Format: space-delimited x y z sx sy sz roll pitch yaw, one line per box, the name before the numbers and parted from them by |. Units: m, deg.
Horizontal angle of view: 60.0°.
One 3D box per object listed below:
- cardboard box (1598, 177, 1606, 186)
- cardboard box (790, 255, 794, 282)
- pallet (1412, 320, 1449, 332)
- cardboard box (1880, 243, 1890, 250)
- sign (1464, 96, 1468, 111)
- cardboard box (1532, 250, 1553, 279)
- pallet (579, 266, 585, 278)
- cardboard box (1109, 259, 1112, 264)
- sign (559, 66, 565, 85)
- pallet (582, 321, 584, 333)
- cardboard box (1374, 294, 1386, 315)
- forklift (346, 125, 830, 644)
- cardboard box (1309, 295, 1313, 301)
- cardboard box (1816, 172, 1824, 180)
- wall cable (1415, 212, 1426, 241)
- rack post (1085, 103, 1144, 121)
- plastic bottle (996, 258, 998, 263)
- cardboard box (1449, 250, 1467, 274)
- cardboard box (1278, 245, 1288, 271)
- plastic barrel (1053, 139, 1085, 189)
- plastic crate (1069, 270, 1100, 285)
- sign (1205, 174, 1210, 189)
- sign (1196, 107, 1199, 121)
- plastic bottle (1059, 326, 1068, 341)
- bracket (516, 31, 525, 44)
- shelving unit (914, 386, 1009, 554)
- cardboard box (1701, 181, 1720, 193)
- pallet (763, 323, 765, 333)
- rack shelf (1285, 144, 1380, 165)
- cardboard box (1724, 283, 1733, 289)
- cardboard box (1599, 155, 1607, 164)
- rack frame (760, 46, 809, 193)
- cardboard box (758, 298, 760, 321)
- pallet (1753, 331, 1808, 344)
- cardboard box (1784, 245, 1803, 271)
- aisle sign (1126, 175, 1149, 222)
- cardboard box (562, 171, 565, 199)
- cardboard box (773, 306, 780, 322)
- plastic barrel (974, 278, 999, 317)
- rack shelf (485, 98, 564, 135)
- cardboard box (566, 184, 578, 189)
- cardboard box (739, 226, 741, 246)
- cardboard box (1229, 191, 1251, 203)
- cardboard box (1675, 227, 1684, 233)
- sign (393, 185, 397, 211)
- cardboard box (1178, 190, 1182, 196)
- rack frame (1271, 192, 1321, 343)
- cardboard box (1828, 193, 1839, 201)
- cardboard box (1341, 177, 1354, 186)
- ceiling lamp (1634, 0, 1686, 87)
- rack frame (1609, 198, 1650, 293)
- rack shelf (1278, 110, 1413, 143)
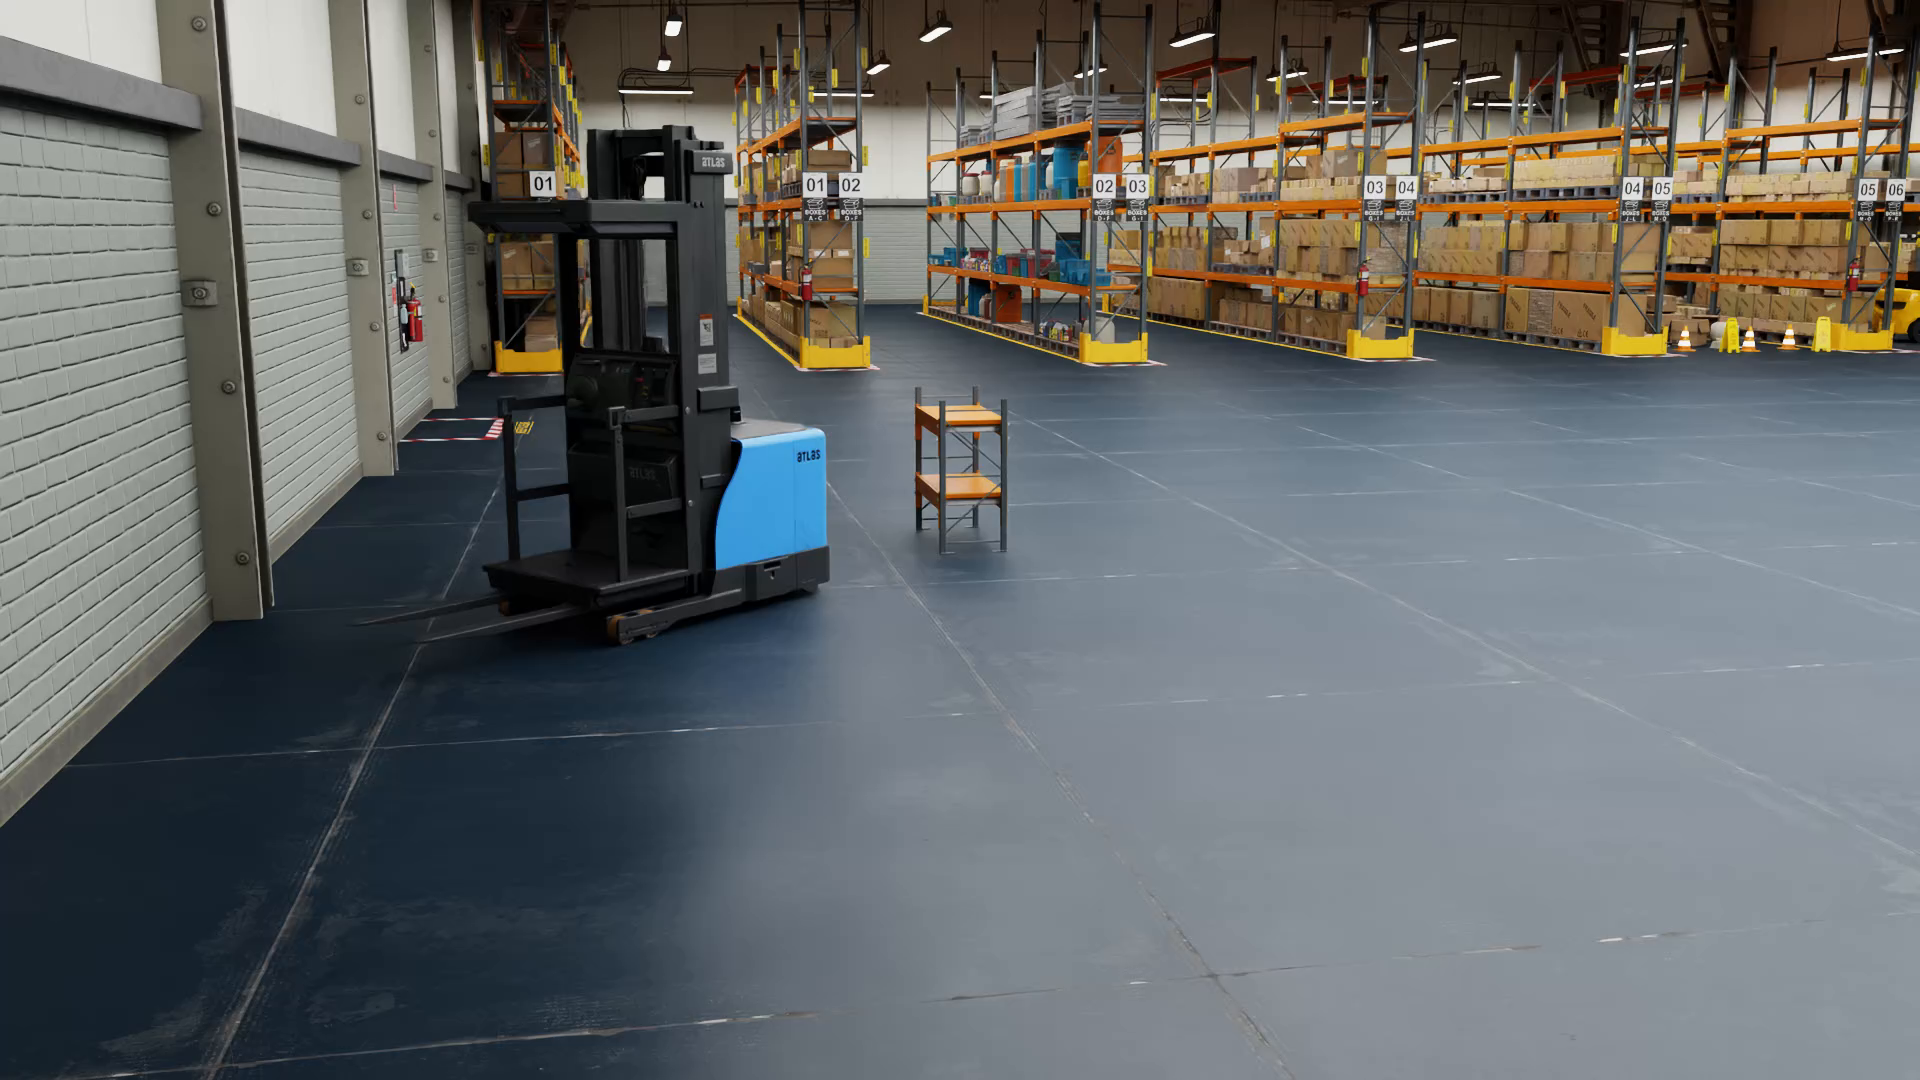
cardboard box | 12.040 -6.629 30.762 0.380 0.149 0.250 -2 11 -11
cardboard box | -2.803 -5.109 31.248 0.700 0.500 0.500 -2 11 -12
pallet | 11.009 -4.879 37.764 1.003 0.211 1.213 -2 11 -11
cardboard box | 20.882 -6.601 37.354 0.380 0.149 0.250 -2 11 -13
sign | 11.473 -9.900 37.724 0.100 0.325 0.005 -2 11 -11
cardboard box | 11.910 -5.465 32.987 0.875 0.550 0.550 -2 11 -11
pallet | -8.289 -5.473 33.940 1.213 0.211 1.003 -2 11 -11
cardboard box | 4.234 -7.501 44.754 0.380 0.149 0.250 -2 11 -10
sign | -7.218 -8.421 30.164 0.100 0.325 0.005 -2 11 -11
pallet | -8.845 -4.694 36.796 1.003 0.211 1.213 -2 11 -11
cardboard box | 10.329 -5.677 40.064 0.500 0.500 0.500 -3 11 -14
forklift | -2.160 -0.946 9.826 1.130 2.935 3.031 8 14 37
cardboard box | 9.537 -6.471 44.379 0.380 0.149 0.250 -2 11 -8
cardboard box | 16.887 -7.064 32.302 0.380 0.149 0.250 -2 11 -11
wall cable | 14.479 -9.648 52.646 0.588 1.984 0.122 -2 11 -11
rack post | 2.720 -7.431 29.011 0.937 0.300 0.954 -1 11 -5
plastic bottle | 0.878 -6.472 39.020 0.097 0.271 0.097 0 11 0
cardboard box | 11.046 -6.076 36.328 0.500 0.500 0.500 -2 11 -12
cardboard box | 6.849 -5.611 33.090 0.875 0.500 0.500 -2 11 -11
plastic barrel | 2.053 -7.060 31.280 0.600 0.901 0.708 -2 11 -11
plastic crate | 2.231 -4.714 29.838 0.499 0.251 0.408 -2 11 -11
sign | 5.499 -7.982 36.993 0.100 0.325 0.005 -2 11 -11
sign | 5.796 -10.434 40.741 0.100 0.325 0.005 -2 11 -11
plastic bottle | 1.933 -3.833 30.920 0.152 0.276 0.135 -2 11 -11
bracket | -9.361 -10.701 35.223 0.076 0.066 4.783 -2 11 -11
shelving unit | -0.001 -0.554 12.598 0.538 1.125 1.048 -2 11 -11
cardboard box | 16.288 -7.569 35.696 0.500 0.250 0.500 -2 11 -12
pallet | -3.781 -4.643 36.525 1.003 0.211 1.213 -2 11 -11
rack shelf | 9.762 -10.088 43.566 1.077 0.370 4.000 -2 11 -11
cardboard box | 19.934 -6.539 42.858 0.380 0.149 0.250 -2 11 -11
cardboard box | 12.040 -7.021 30.689 0.380 0.149 0.250 -2 11 -11
rack frame | -3.673 -8.822 34.977 1.000 3.000 0.127 -2 11 -11
cardboard box | -4.294 -5.217 37.590 0.500 0.500 0.500 -3 11 -13
pallet | 16.949 -4.145 33.908 1.003 0.211 1.213 -2 11 -11
cardboard box | 16.759 -5.596 33.011 0.500 0.500 0.500 -2 11 -11
aisle sign | 3.043 -5.861 28.516 0.394 0.787 0.004 -2 11 -11
cardboard box | -7.413 -6.408 30.000 0.500 0.500 0.500 -2 11 -9
cardboard box | -3.457 -4.523 33.166 0.500 0.311 0.500 -2 11 -11
plastic barrel | 0.635 -5.733 39.282 0.600 0.901 0.708 -2 11 -11
rack shelf | -7.365 -7.185 28.313 1.077 0.370 4.000 -2 11 -11
cardboard box | -9.186 -8.219 38.844 0.500 0.250 0.500 -2 11 -11
cardboard box | -5.402 -7.791 42.666 0.500 0.500 0.500 -2 11 -9
cardboard box | 6.095 -7.350 35.671 0.500 0.250 0.500 -2 11 -10
cardboard box | 16.009 -6.833 36.652 0.380 0.149 0.250 -3 11 -13
sign | -6.446 -3.902 18.975 0.001 0.298 0.199 -2 11 -11
cardboard box | 5.409 -8.246 39.522 0.380 0.149 0.250 -3 11 -13
rack frame | 6.822 -5.500 33.573 1.000 3.000 0.127 -2 11 -11
cardboard box | 16.897 -6.577 31.879 0.380 0.149 0.250 -2 11 -11
cardboard box | 7.144 -6.500 30.138 0.380 0.149 0.250 -3 11 -13
ceiling lamp | 17.863 -13.090 41.793 0.800 3.185 2.000 -2 11 -11
rack frame | 15.765 -6.594 39.321 1.000 3.000 0.127 -2 11 -11
rack shelf | 7.211 -7.726 31.152 1.077 0.370 4.000 -2 11 -11
